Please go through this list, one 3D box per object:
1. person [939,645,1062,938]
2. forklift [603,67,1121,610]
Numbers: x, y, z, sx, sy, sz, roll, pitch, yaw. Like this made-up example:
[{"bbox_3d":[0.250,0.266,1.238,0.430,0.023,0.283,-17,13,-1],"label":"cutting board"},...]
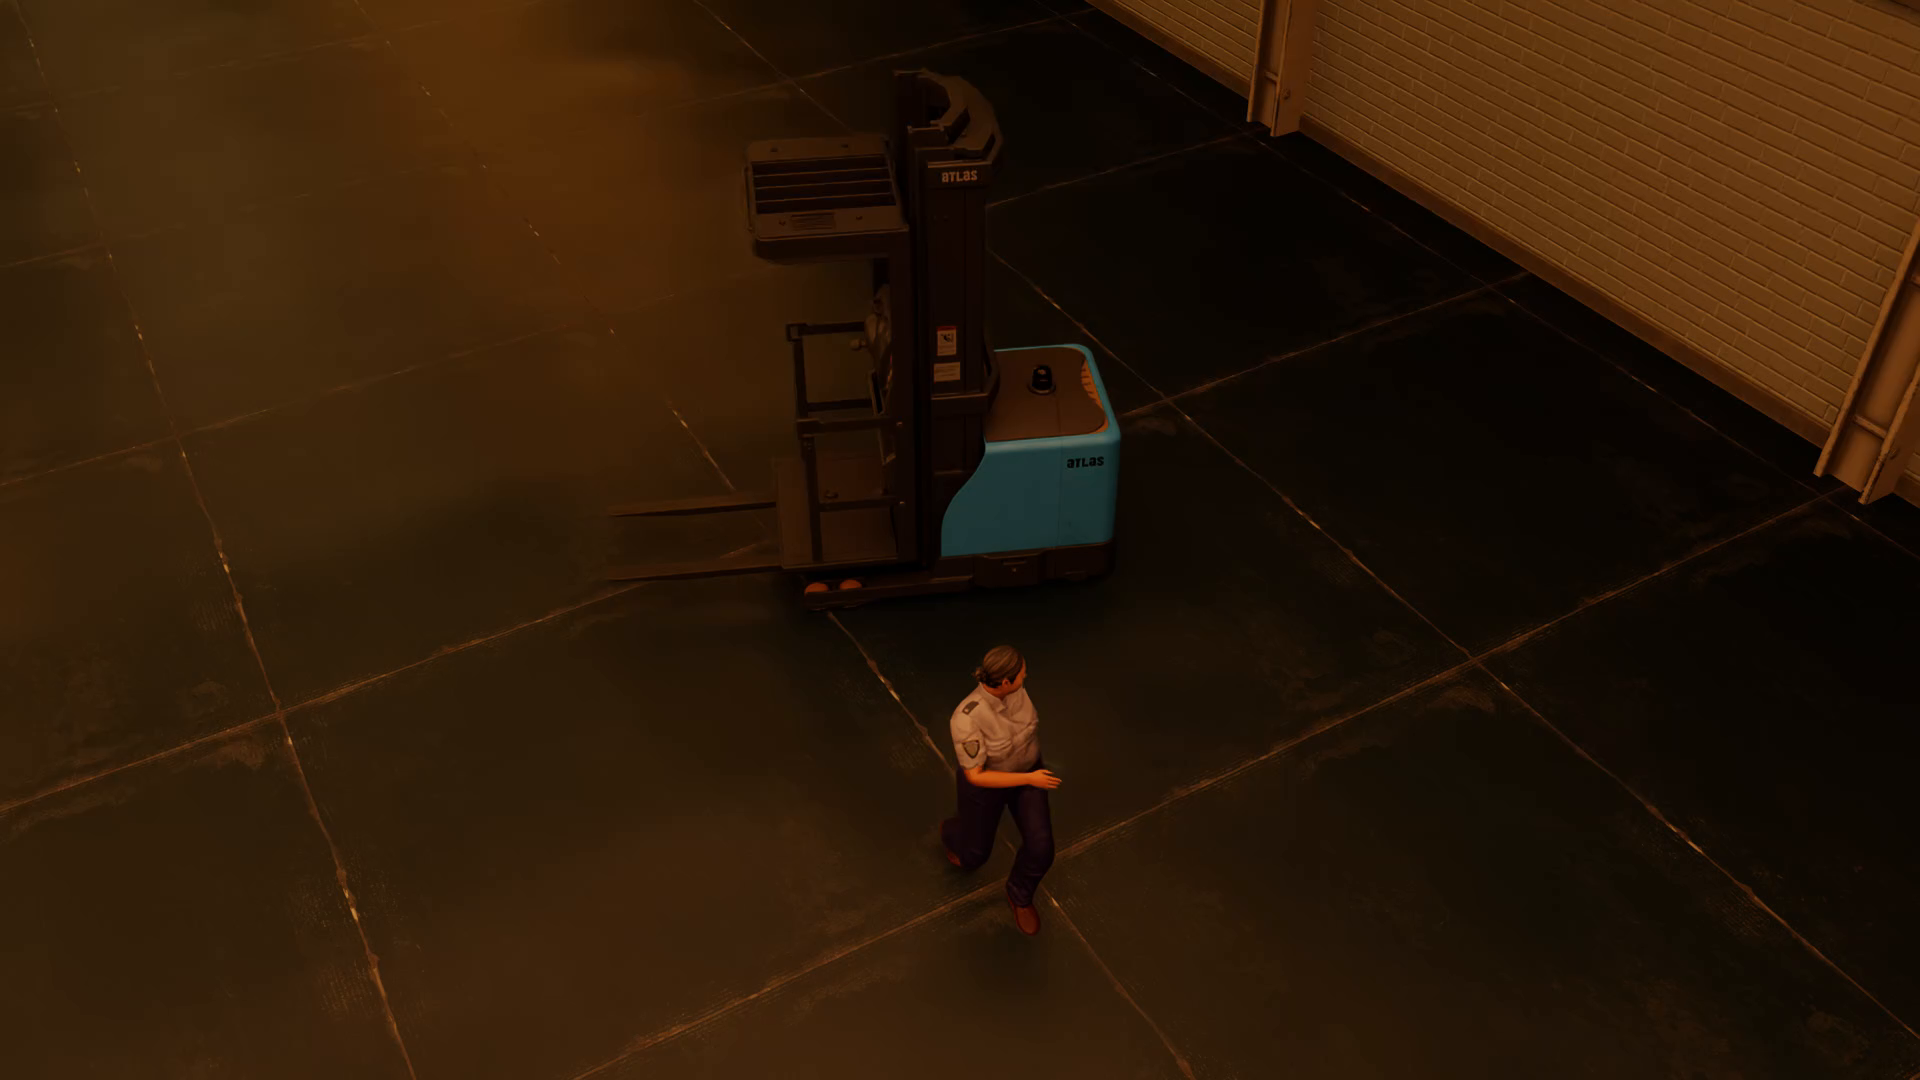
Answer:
[{"bbox_3d":[0.188,1.106,7.802,0.533,1.560,0.776,-18,43,-20],"label":"person"},{"bbox_3d":[-0.629,-1.073,9.329,3.031,2.935,1.130,-5,40,-6],"label":"forklift"}]
